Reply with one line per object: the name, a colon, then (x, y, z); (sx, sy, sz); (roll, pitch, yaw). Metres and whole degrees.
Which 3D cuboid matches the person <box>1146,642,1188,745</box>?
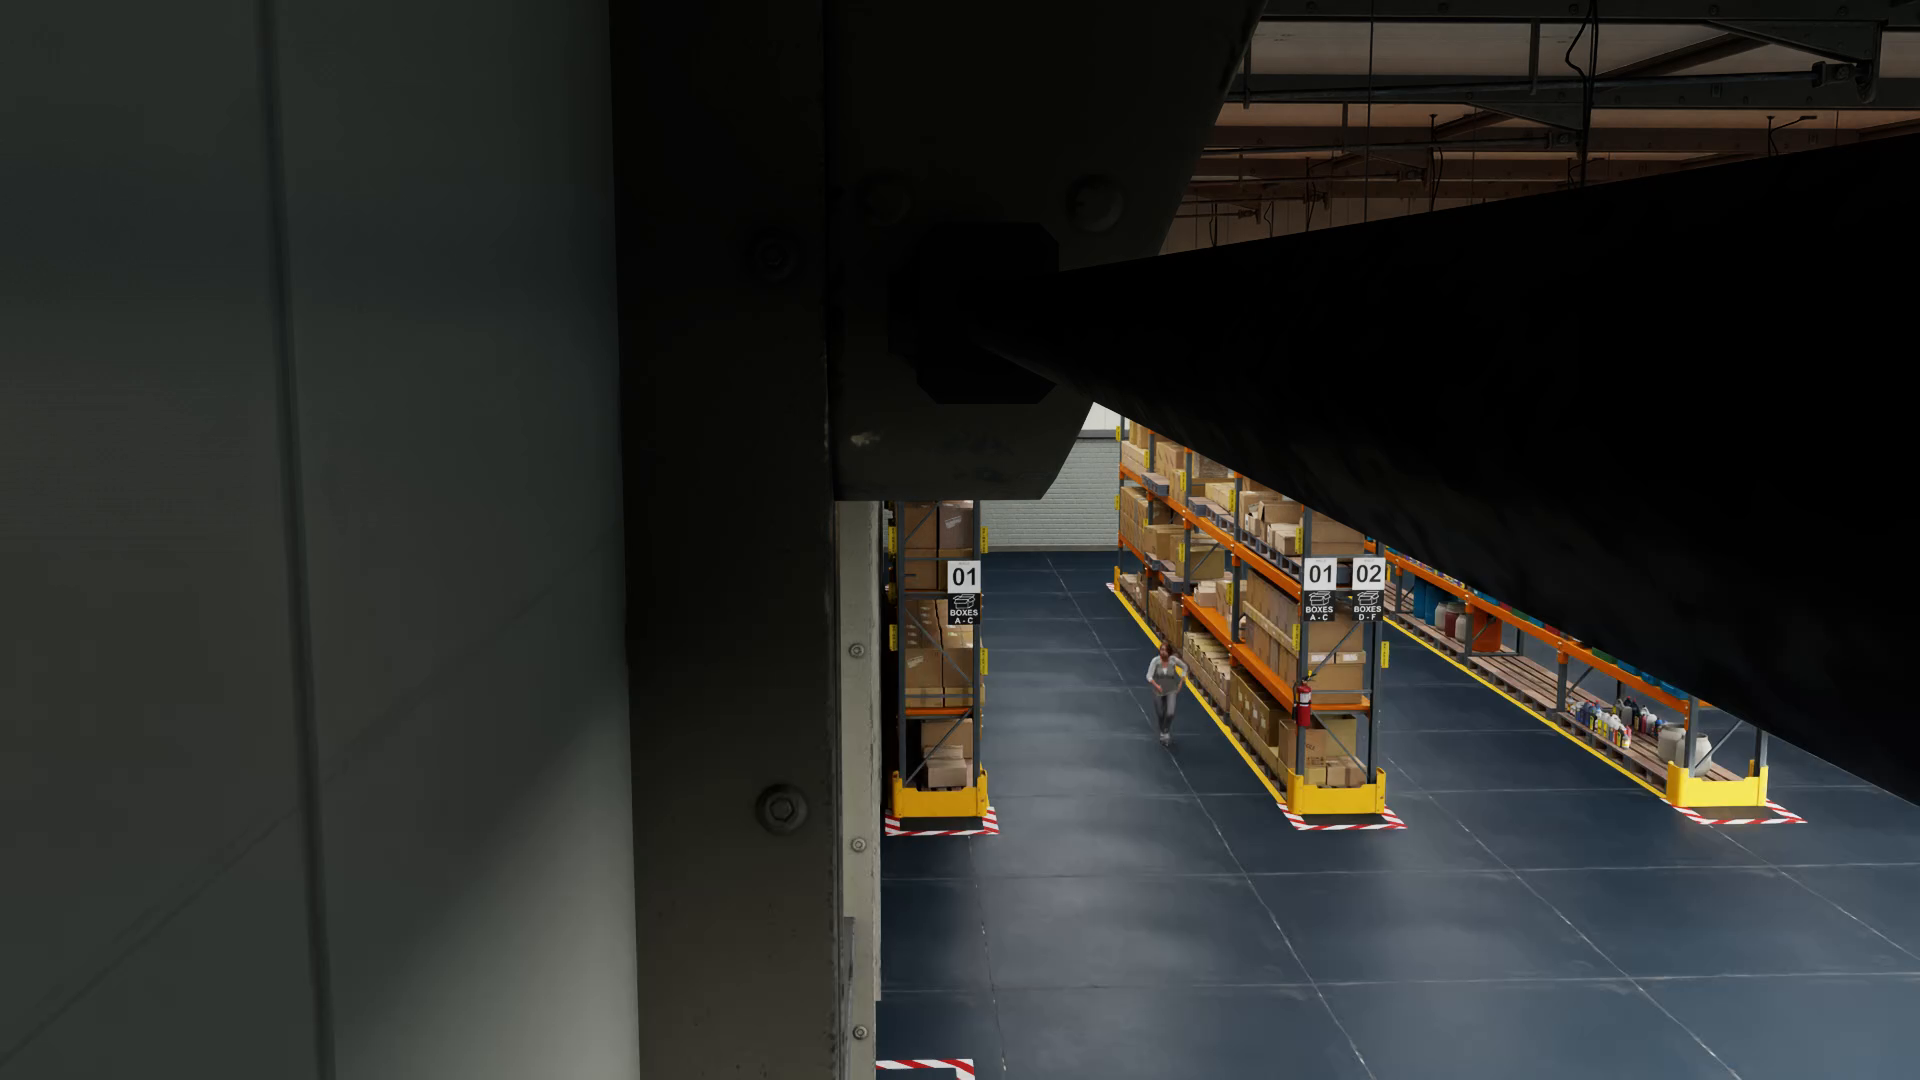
person: (2.944, 2.170, 23.659); (0.583, 1.518, 0.797); (1, 8, 7)
